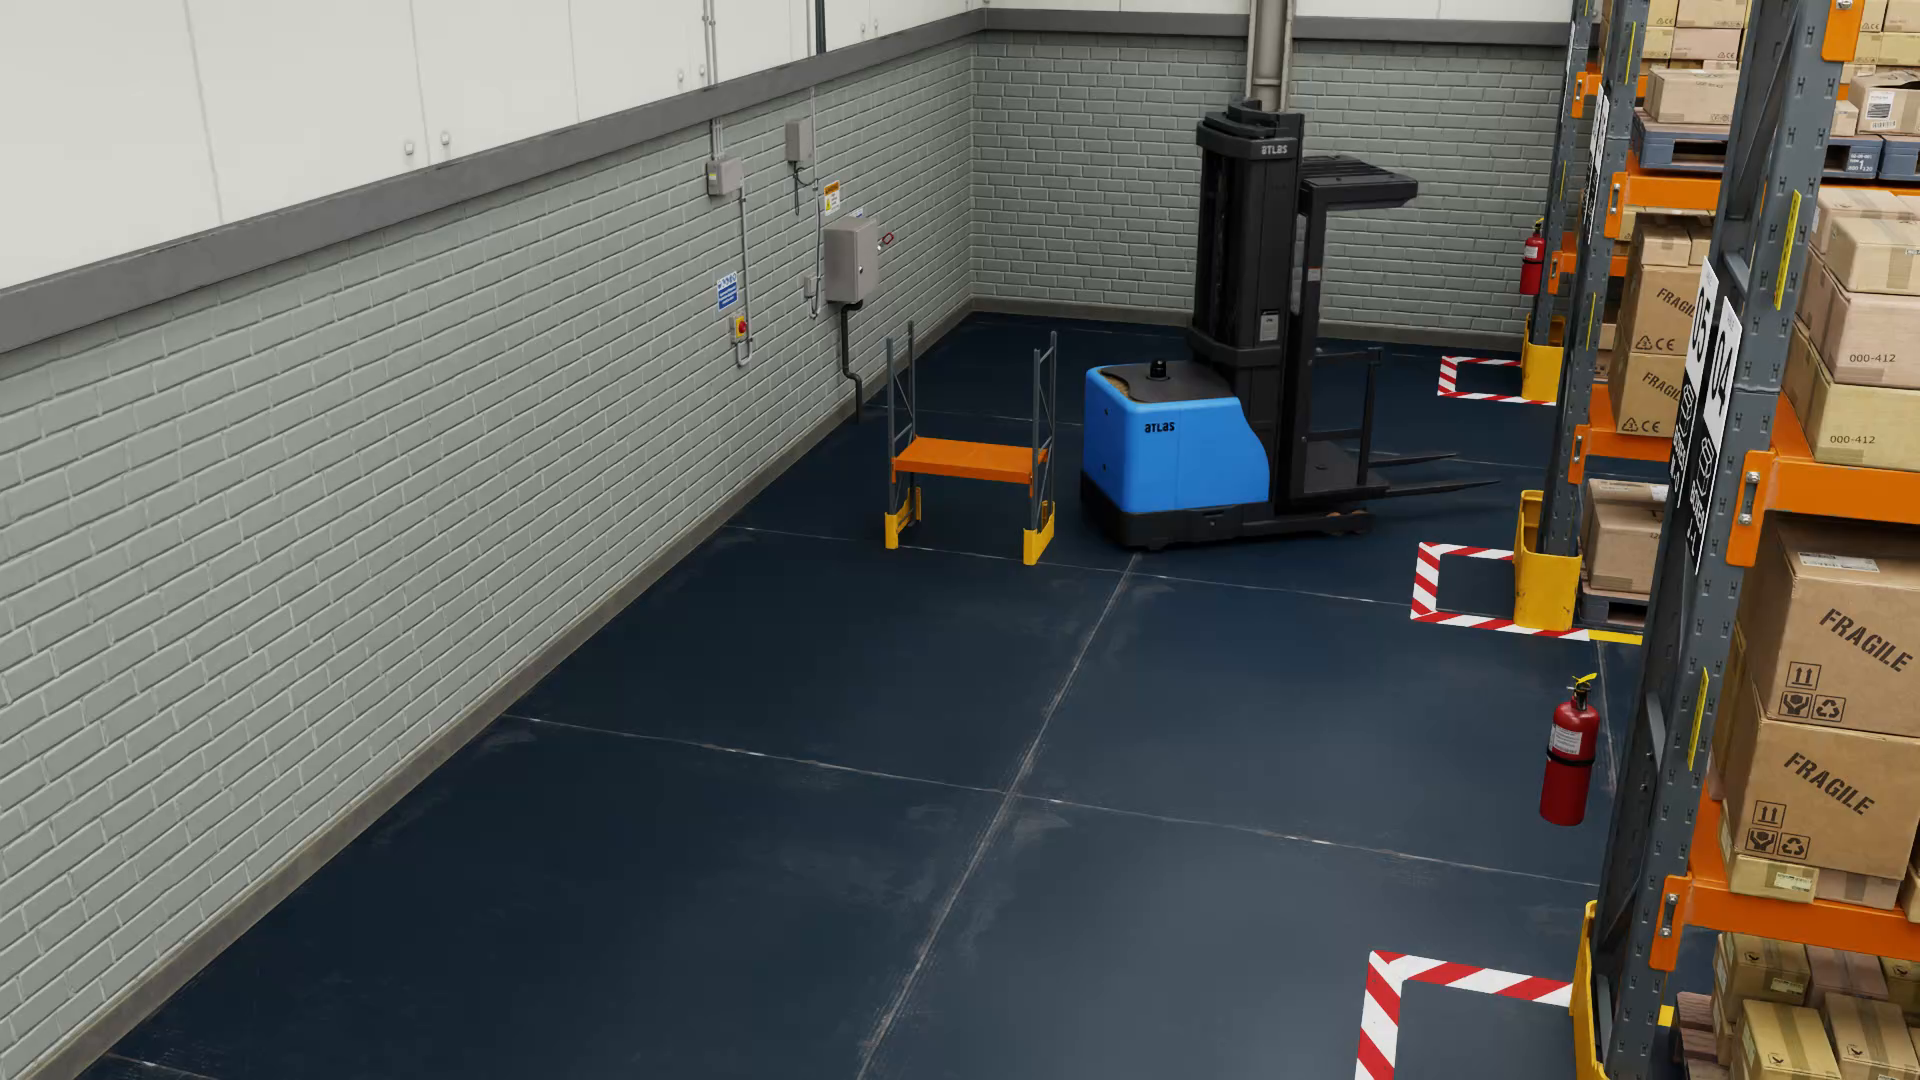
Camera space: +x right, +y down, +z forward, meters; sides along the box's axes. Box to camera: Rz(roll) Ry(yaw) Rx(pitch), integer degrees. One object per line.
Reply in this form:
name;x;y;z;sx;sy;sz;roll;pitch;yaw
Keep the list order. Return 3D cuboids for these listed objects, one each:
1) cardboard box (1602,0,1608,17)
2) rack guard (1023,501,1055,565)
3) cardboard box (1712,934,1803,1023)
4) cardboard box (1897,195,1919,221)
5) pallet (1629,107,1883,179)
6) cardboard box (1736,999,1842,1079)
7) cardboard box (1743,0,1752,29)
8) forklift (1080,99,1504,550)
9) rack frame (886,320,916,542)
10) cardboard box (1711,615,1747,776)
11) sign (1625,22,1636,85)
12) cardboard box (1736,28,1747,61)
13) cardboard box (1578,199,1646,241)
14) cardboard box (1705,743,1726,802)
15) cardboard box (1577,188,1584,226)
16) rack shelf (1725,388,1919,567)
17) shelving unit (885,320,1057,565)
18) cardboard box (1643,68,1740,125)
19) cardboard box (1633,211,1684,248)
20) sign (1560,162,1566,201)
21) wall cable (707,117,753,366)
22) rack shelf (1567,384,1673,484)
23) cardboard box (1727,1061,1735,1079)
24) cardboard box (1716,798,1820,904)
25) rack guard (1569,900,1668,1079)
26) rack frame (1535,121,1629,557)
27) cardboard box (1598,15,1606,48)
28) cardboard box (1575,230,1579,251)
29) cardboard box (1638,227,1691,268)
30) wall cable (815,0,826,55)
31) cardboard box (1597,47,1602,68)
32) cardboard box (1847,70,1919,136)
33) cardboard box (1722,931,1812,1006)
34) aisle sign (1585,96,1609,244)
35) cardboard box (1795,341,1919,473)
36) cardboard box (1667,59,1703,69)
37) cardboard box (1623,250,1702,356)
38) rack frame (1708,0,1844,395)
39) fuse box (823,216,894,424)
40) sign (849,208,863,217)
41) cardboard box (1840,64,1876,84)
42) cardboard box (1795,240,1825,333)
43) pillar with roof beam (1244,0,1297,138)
cardboard box;5.771;-4.580;14.178;0.500;0.250;0.500;6;23;14
rack guard;0.550;-0.053;11.569;0.087;0.250;0.587;7;23;16
cardboard box;3.090;1.714;6.449;0.250;0.149;0.380;6;23;14
cardboard box;3.119;-0.977;5.259;0.250;0.149;0.380;7;23;16
pallet;4.548;-2.306;9.603;1.213;0.211;1.003;7;23;15
cardboard box;2.905;1.803;5.840;0.250;0.149;0.380;5;23;13
cardboard box;6.584;-4.275;13.434;0.500;0.250;0.500;6;23;15
forklift;2.463;-1.571;11.739;3.031;2.935;1.130;-6;23;-13
rack frame;-0.405;-0.740;11.598;0.032;1.500;0.500;7;23;16
cardboard box;3.006;0.545;5.965;0.500;0.500;0.500;7;23;17
sign;3.669;-2.664;9.104;0.005;0.325;0.100;7;23;16
cardboard box;6.590;-4.040;13.519;0.500;0.250;0.500;6;23;14
cardboard box;5.622;-2.761;14.354;0.500;0.250;0.500;7;23;16
cardboard box;2.896;0.822;6.144;0.250;0.149;0.380;7;23;16
cardboard box;5.782;-2.955;14.826;0.500;0.250;0.500;7;23;17
rack shelf;4.417;-0.063;4.966;4.000;0.370;1.077;7;23;16
shelving unit;0.073;-0.686;11.465;1.083;1.500;0.587;7;23;16
cardboard box;4.292;-2.579;9.664;0.500;0.250;0.500;4;23;11
cardboard box;4.236;-1.879;10.094;0.250;0.149;0.380;7;23;16
sign;5.109;-3.044;14.097;0.005;0.325;0.100;7;23;16
wall cable;-1.570;-2.131;11.632;0.123;1.953;0.585;7;23;16
rack shelf;5.750;-0.484;9.946;4.000;0.370;1.077;7;23;16
cardboard box;2.911;2.072;5.971;0.250;0.149;0.380;7;23;17
cardboard box;2.717;1.044;5.604;0.250;0.149;0.380;6;23;15
rack guard;2.575;1.938;6.387;0.348;0.500;1.175;7;23;16
rack frame;3.835;-1.036;10.344;0.127;3.000;1.000;7;23;16
cardboard box;5.770;-4.346;14.267;0.500;0.250;0.500;6;23;15
cardboard box;5.501;-2.588;14.459;0.250;0.149;0.380;6;23;15
cardboard box;4.095;-1.706;9.672;0.250;0.149;0.380;7;23;17
wall cable;-0.632;-5.632;13.592;0.133;3.039;2.988;7;23;16
cardboard box;5.638;-4.161;14.340;0.250;0.149;0.380;7;23;17
cardboard box;5.254;-2.441;9.249;0.500;0.311;0.500;7;23;16
cardboard box;3.082;1.589;6.364;0.250;0.149;0.380;7;23;16
aisle sign;3.682;-2.142;9.613;0.004;0.787;0.394;7;23;16
cardboard box;2.858;-0.403;5.046;0.500;0.250;0.500;7;23;17
cardboard box;6.002;-3.939;13.799;0.250;0.149;0.380;7;23;16
cardboard box;4.212;-1.389;9.755;0.500;0.500;0.500;6;23;14
rack frame;2.502;-2.002;4.794;0.127;3.000;1.000;7;23;16
fuse box;-0.824;-1.797;13.897;0.414;1.711;0.539;7;23;16
sign;-0.879;-2.552;14.163;0.001;0.494;0.329;7;23;16
cardboard box;7.183;-3.764;13.371;0.250;0.149;0.380;7;23;17
cardboard box;3.016;-0.819;5.399;0.500;0.250;0.500;6;23;14
pillar with roof beam;1.701;-4.675;11.309;0.400;9.000;9.100;7;23;16
